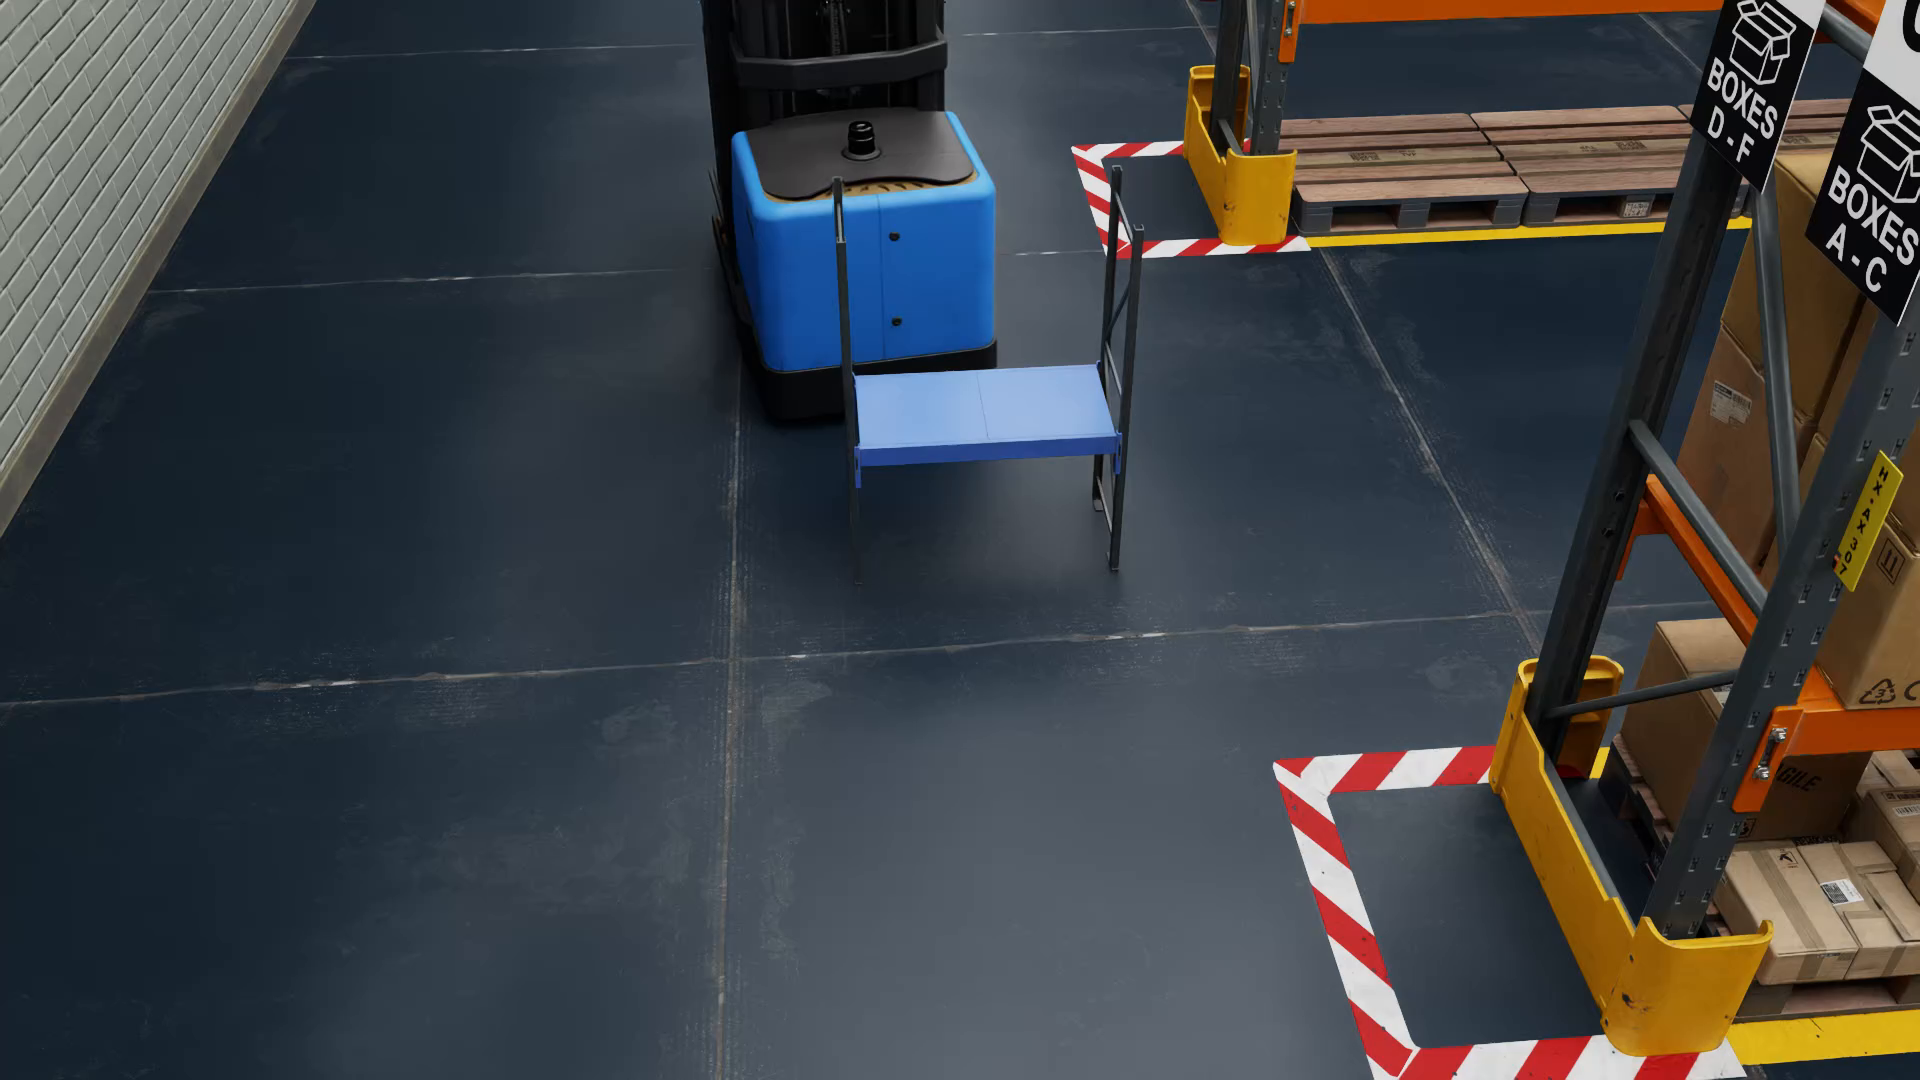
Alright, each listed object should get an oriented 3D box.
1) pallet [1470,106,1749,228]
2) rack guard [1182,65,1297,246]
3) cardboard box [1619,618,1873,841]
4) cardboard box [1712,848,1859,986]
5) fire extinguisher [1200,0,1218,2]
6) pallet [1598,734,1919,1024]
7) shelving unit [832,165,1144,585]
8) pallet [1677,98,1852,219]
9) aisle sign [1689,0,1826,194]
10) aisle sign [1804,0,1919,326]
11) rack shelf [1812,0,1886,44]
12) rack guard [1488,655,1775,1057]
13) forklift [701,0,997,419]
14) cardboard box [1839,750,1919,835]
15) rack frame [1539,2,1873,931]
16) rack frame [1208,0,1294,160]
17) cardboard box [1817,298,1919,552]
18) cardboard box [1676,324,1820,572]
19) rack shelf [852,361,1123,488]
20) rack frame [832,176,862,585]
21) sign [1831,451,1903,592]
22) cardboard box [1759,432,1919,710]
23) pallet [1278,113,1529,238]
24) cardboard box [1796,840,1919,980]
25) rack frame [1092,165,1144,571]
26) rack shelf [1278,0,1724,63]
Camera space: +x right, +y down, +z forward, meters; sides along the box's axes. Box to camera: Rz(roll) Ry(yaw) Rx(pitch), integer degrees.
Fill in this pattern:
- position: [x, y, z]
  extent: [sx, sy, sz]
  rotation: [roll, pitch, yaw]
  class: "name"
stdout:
- position: [3.557, -2.083, 9.220]
  extent: [1.213, 0.211, 1.003]
  rotation: [-3, 38, -4]
  class: "pallet"
- position: [1.497, -2.101, 9.009]
  extent: [0.348, 0.500, 1.175]
  rotation: [-3, 38, -4]
  class: "rack guard"
- position: [2.475, 0.592, 5.241]
  extent: [0.500, 0.500, 0.500]
  rotation: [-3, 38, -4]
  class: "cardboard box"
- position: [2.403, 1.100, 4.880]
  extent: [0.250, 0.149, 0.380]
  rotation: [-3, 38, -4]
  class: "cardboard box"
- position: [1.330, -3.187, 8.731]
  extent: [0.183, 0.674, 0.296]
  rotation: [-3, 38, -4]
  class: "fire extinguisher"
- position: [2.825, 1.011, 5.298]
  extent: [1.213, 0.211, 1.003]
  rotation: [-3, 38, -4]
  class: "pallet"
- position: [0.085, -0.593, 6.291]
  extent: [1.048, 1.500, 0.538]
  rotation: [-3, 38, -4]
  class: "shelving unit"
- position: [4.775, -2.152, 9.307]
  extent: [1.213, 0.211, 1.003]
  rotation: [-3, 38, -4]
  class: "pallet"
- position: [1.860, -1.241, 3.802]
  extent: [0.004, 0.787, 0.394]
  rotation: [-3, 38, -4]
  class: "aisle sign"
- position: [1.913, -0.871, 3.333]
  extent: [0.004, 0.787, 0.394]
  rotation: [-3, 38, -4]
  class: "aisle sign"
- position: [3.947, -1.040, 3.806]
  extent: [4.000, 0.370, 1.077]
  rotation: [-3, 38, -4]
  class: "rack shelf"
- position: [2.031, 0.942, 5.152]
  extent: [0.348, 0.500, 1.175]
  rotation: [-3, 38, -4]
  class: "rack guard"
- position: [-0.670, -2.598, 7.677]
  extent: [1.130, 2.935, 3.031]
  rotation: [-8, 39, -10]
  class: "forklift"
- position: [2.886, 0.756, 5.302]
  extent: [0.250, 0.166, 0.380]
  rotation: [-3, 38, -4]
  class: "cardboard box"
- position: [1.955, -0.033, 4.370]
  extent: [0.053, 2.616, 0.949]
  rotation: [-3, 38, -4]
  class: "rack frame"
- position: [1.520, -3.092, 8.247]
  extent: [0.127, 3.000, 1.000]
  rotation: [-3, 38, -4]
  class: "rack frame"
- position: [2.421, -0.329, 3.857]
  extent: [0.500, 0.500, 0.500]
  rotation: [-2, 38, -3]
  class: "cardboard box"
- position: [2.377, -0.267, 4.586]
  extent: [0.500, 0.500, 0.500]
  rotation: [-2, 38, -3]
  class: "cardboard box"
- position: [0.085, -0.452, 6.403]
  extent: [1.000, 0.185, 0.538]
  rotation: [-3, 38, -4]
  class: "rack shelf"
- position: [-0.421, -0.566, 6.256]
  extent: [0.032, 1.500, 0.500]
  rotation: [-3, 38, -4]
  class: "rack frame"
- position: [2.003, -0.040, 3.680]
  extent: [0.005, 0.325, 0.100]
  rotation: [-3, 38, -4]
  class: "sign"
- position: [3.659, -0.170, 4.463]
  extent: [3.026, 0.500, 1.079]
  rotation: [-3, 38, -3]
  class: "cardboard box"
- position: [2.345, -2.018, 9.137]
  extent: [1.213, 0.211, 1.003]
  rotation: [-3, 38, -4]
  class: "pallet"
- position: [2.652, 1.080, 4.892]
  extent: [0.250, 0.166, 0.380]
  rotation: [-3, 38, -4]
  class: "cardboard box"
- position: [0.591, -0.621, 6.327]
  extent: [0.032, 1.500, 0.500]
  rotation: [-3, 38, -4]
  class: "rack frame"
- position: [3.512, -2.919, 8.608]
  extent: [4.000, 0.370, 1.077]
  rotation: [-3, 38, -4]
  class: "rack shelf"
